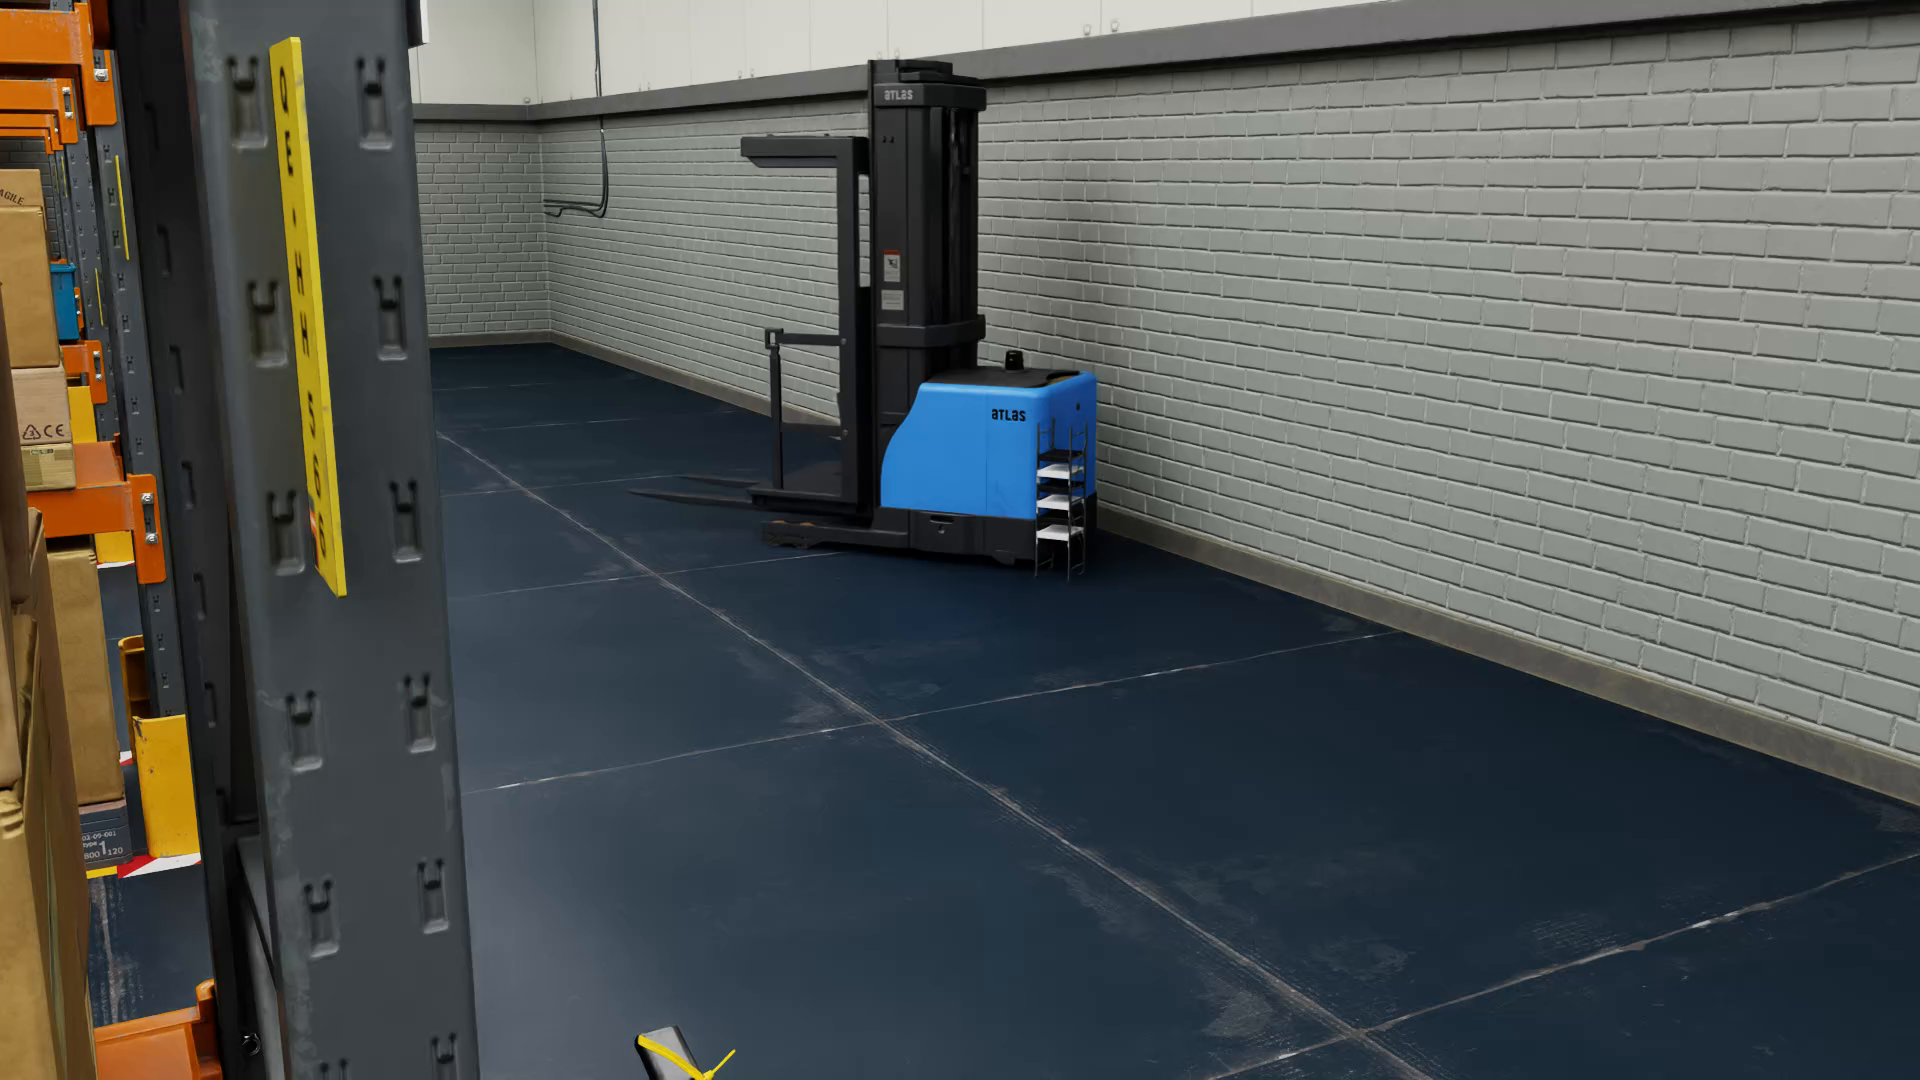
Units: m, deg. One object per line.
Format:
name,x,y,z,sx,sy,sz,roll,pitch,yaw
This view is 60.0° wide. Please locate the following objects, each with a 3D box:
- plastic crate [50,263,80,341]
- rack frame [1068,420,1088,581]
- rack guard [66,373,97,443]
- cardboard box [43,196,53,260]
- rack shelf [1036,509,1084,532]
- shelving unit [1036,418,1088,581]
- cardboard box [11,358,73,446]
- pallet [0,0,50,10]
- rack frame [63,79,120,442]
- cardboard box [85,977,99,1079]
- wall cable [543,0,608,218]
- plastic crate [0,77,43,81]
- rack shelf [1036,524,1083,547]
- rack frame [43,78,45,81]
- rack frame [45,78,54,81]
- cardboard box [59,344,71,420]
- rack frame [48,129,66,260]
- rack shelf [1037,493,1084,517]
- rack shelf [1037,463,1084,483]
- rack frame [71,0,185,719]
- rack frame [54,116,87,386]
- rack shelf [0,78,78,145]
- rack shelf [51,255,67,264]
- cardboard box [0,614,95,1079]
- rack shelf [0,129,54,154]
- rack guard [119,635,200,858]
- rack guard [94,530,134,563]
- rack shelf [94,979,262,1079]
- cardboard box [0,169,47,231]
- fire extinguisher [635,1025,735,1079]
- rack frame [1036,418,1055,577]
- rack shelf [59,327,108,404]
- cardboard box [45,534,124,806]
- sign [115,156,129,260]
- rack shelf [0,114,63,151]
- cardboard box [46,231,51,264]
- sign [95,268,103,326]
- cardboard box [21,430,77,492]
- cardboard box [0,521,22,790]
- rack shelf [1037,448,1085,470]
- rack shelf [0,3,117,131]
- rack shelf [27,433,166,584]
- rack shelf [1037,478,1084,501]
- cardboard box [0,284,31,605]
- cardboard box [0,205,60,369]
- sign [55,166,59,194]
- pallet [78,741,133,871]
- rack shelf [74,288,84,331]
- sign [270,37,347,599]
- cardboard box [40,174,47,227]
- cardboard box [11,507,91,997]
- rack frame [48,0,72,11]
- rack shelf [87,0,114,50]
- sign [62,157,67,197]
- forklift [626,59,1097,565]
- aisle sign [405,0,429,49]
plastic crate,-5.510,-1.419,9.864,0.499,0.435,0.616,-7,14,-28
rack frame,0.677,-0.226,9.565,0.006,0.900,0.240,6,14,26
rack guard,-7.742,-1.171,14.674,0.348,0.500,1.175,-7,14,-28
cardboard box,-10.495,-3.443,18.395,0.700,0.700,0.980,-6,14,-25
rack shelf,0.587,-0.116,9.637,0.200,0.077,0.258,6,14,26
shelving unit,0.587,-0.236,9.610,0.210,0.900,0.258,6,14,26
cardboard box,-3.230,-0.459,5.480,0.500,0.250,0.500,-7,15,-29
pallet,-3.578,-1.829,5.275,1.213,0.211,1.003,-7,14,-28
rack frame,-5.305,-1.443,10.191,0.127,3.000,1.000,-7,14,-28
cardboard box,-1.085,0.571,1.812,0.250,0.149,0.380,-7,14,-28
wall cable,-4.916,-5.291,20.695,0.112,2.526,3.097,-7,14,-28
plastic crate,-5.777,-2.856,9.935,0.590,0.269,0.497,-7,14,-28
rack shelf,0.587,-0.028,9.657,0.200,0.077,0.258,6,14,26
rack frame,-10.052,-6.279,18.016,0.127,3.000,1.000,-7,14,-28
rack frame,-7.675,-5.325,13.776,0.127,3.000,1.000,-7,14,-28
cardboard box,-3.483,-0.562,5.941,0.500,0.250,0.500,-7,15,-29
rack frame,-10.052,-3.353,18.675,0.127,3.000,1.000,-7,14,-28
rack shelf,0.587,-0.204,9.617,0.200,0.077,0.258,6,14,26
rack shelf,0.587,-0.380,9.578,0.200,0.077,0.258,6,14,26
rack frame,-2.932,-0.489,5.950,0.127,3.000,1.000,-7,14,-28
rack frame,-7.675,-2.398,14.435,0.127,3.000,1.000,-7,14,-28
rack shelf,-7.061,-2.345,9.006,4.000,0.370,1.077,-7,14,-28
rack shelf,-11.808,-2.791,17.819,4.000,0.370,1.077,-7,14,-28
cardboard box,-0.915,0.380,1.181,0.500,0.500,0.500,-7,14,-27
rack shelf,-11.808,-4.255,17.490,4.000,0.370,1.077,-7,14,-28
rack guard,-2.911,0.728,6.236,0.348,0.500,1.175,-7,14,-28
rack guard,-5.290,-0.229,10.488,0.348,0.500,1.175,-7,14,-28
rack shelf,-2.400,1.039,0.800,4.000,0.370,1.077,-7,14,-28
cardboard box,-7.934,-2.835,13.870,0.500,0.500,0.500,-7,14,-28
fire extinguisher,-0.202,0.760,1.427,0.183,0.674,0.296,-7,14,-28
rack frame,0.496,-0.247,9.655,0.006,0.900,0.240,6,14,26
rack shelf,-7.061,-0.882,9.335,4.000,0.370,1.077,-7,14,-28
cardboard box,-3.455,0.425,5.769,0.875,0.875,0.875,-7,14,-28
sign,-2.684,-1.063,5.326,0.005,0.325,0.100,-7,14,-28
rack shelf,-9.431,-3.300,13.249,4.000,0.370,1.077,-7,14,-28
cardboard box,-7.938,-2.348,13.981,0.500,0.500,0.500,-6,14,-26
sign,-5.027,-1.419,9.710,0.005,0.325,0.100,-7,14,-28
cardboard box,-3.087,-0.265,5.529,0.250,0.149,0.380,-7,14,-27
cardboard box,-0.927,-0.108,1.075,0.500,0.500,0.500,-7,15,-29
rack shelf,0.587,-0.467,9.558,0.200,0.077,0.258,6,14,26
rack shelf,-4.687,-1.391,4.765,4.000,0.370,1.077,-7,14,-28
rack shelf,-4.687,0.072,5.094,4.000,0.370,1.077,-7,14,-28
rack shelf,0.587,-0.292,9.598,0.200,0.077,0.258,6,14,26
cardboard box,-1.165,-0.208,1.519,0.500,0.500,0.500,-7,14,-28
cardboard box,-3.234,-0.825,5.399,0.500,0.500,0.500,-7,14,-27
sign,-9.804,-3.927,18.051,0.005,0.325,0.100,-7,14,-28
pallet,-3.596,0.971,5.815,1.213,0.211,1.003,-7,14,-28
rack shelf,-9.431,-1.837,13.579,4.000,0.370,1.077,-7,14,-28
sign,-0.396,-0.132,1.009,0.005,0.325,0.100,-7,14,-28
cardboard box,-8.191,-2.939,14.332,0.500,0.500,0.500,-6,14,-26
cardboard box,-1.171,0.278,1.638,0.500,0.500,0.500,-6,14,-25
rack frame,-5.305,-4.370,9.533,0.127,3.000,1.000,-7,14,-28
rack shelf,-2.400,-0.425,0.470,4.000,0.370,1.077,-7,14,-28
sign,-7.427,-3.008,13.788,0.005,0.325,0.100,-7,14,-28
forklift,-0.696,-1.472,10.476,3.031,2.935,1.130,5,14,23
aisle sign,-0.436,-0.741,1.147,0.004,0.787,0.394,-7,14,-28
